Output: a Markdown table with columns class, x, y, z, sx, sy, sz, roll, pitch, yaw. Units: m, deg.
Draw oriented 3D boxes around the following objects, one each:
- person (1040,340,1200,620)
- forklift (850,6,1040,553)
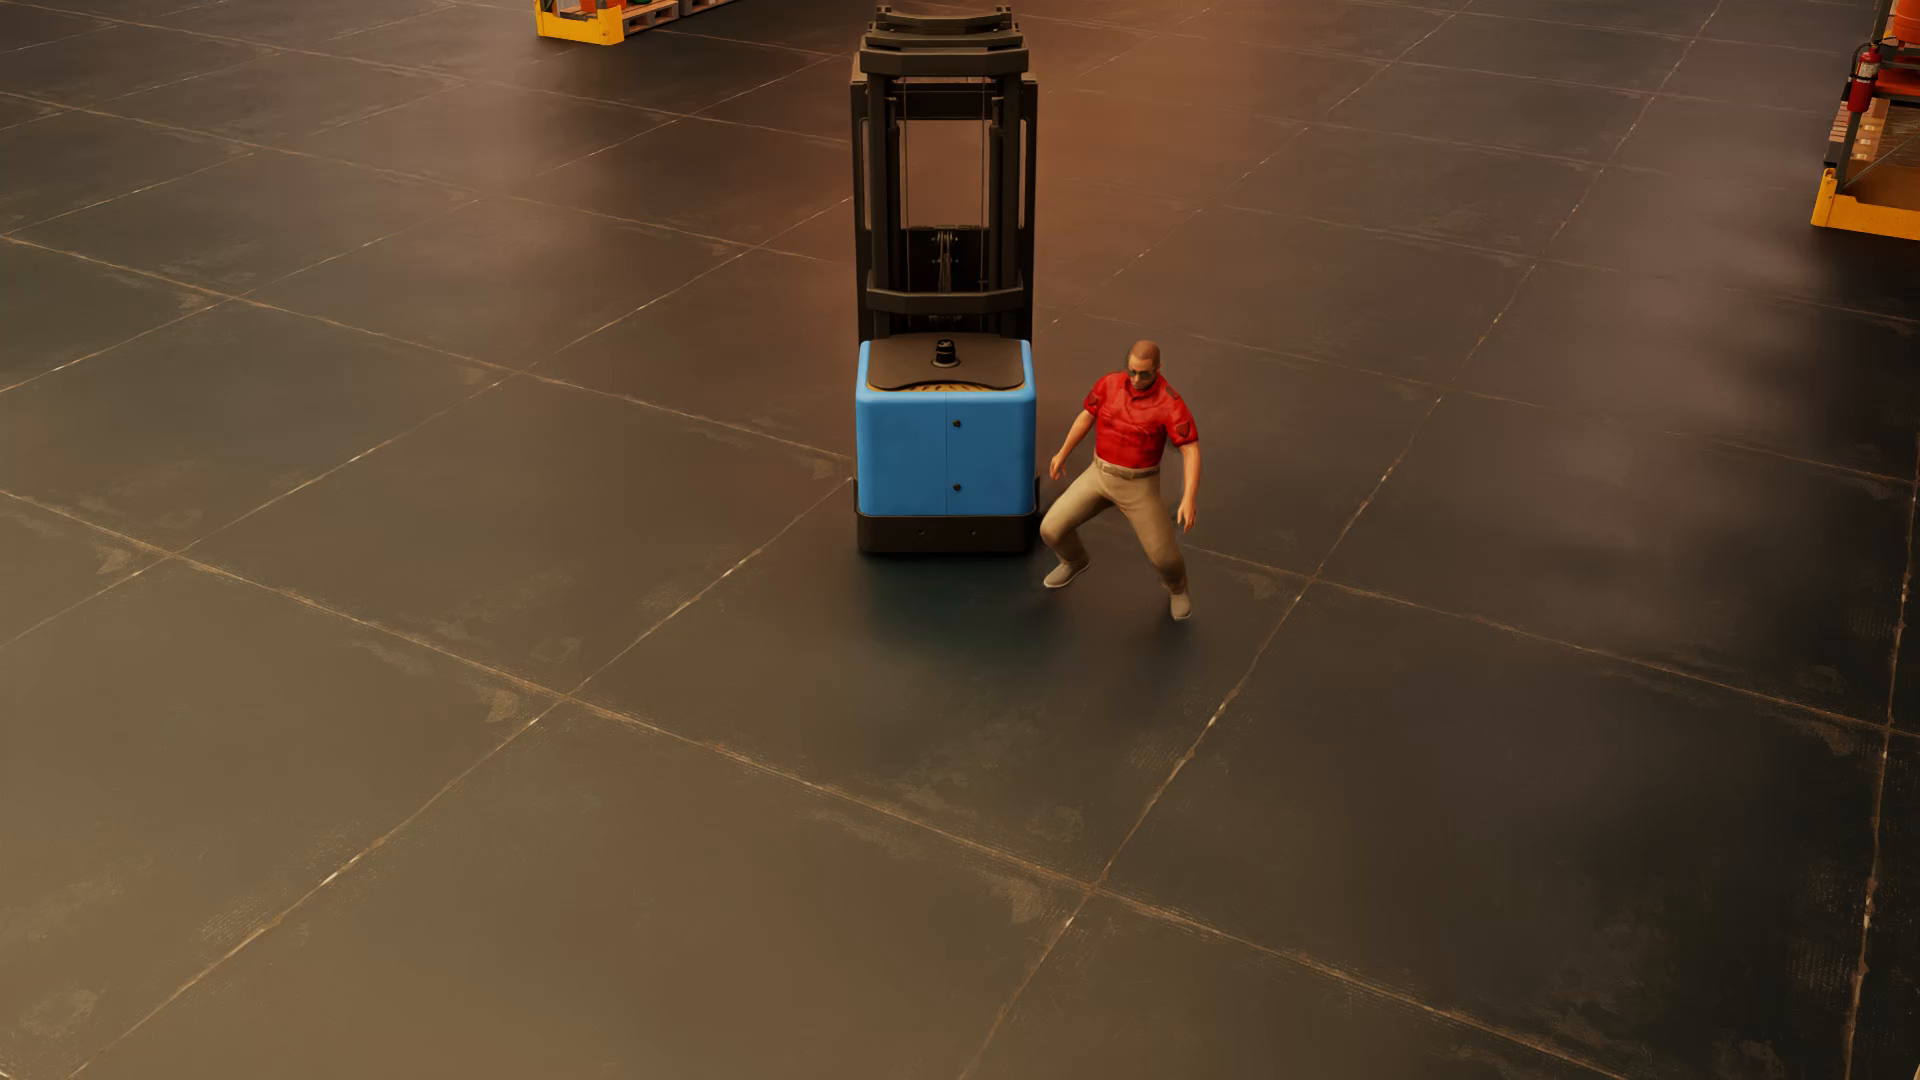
| class | x | y | z | sx | sy | sz | roll | pitch | yaw |
| --- | --- | --- | --- | --- | --- | --- | --- | --- | --- |
| person | 0.911 | -0.326 | 8.990 | 0.961 | 1.617 | 0.642 | 19 | 35 | 30 |
| forklift | -0.096 | -1.892 | 10.350 | 1.130 | 2.935 | 3.031 | 0 | 30 | -1 |
